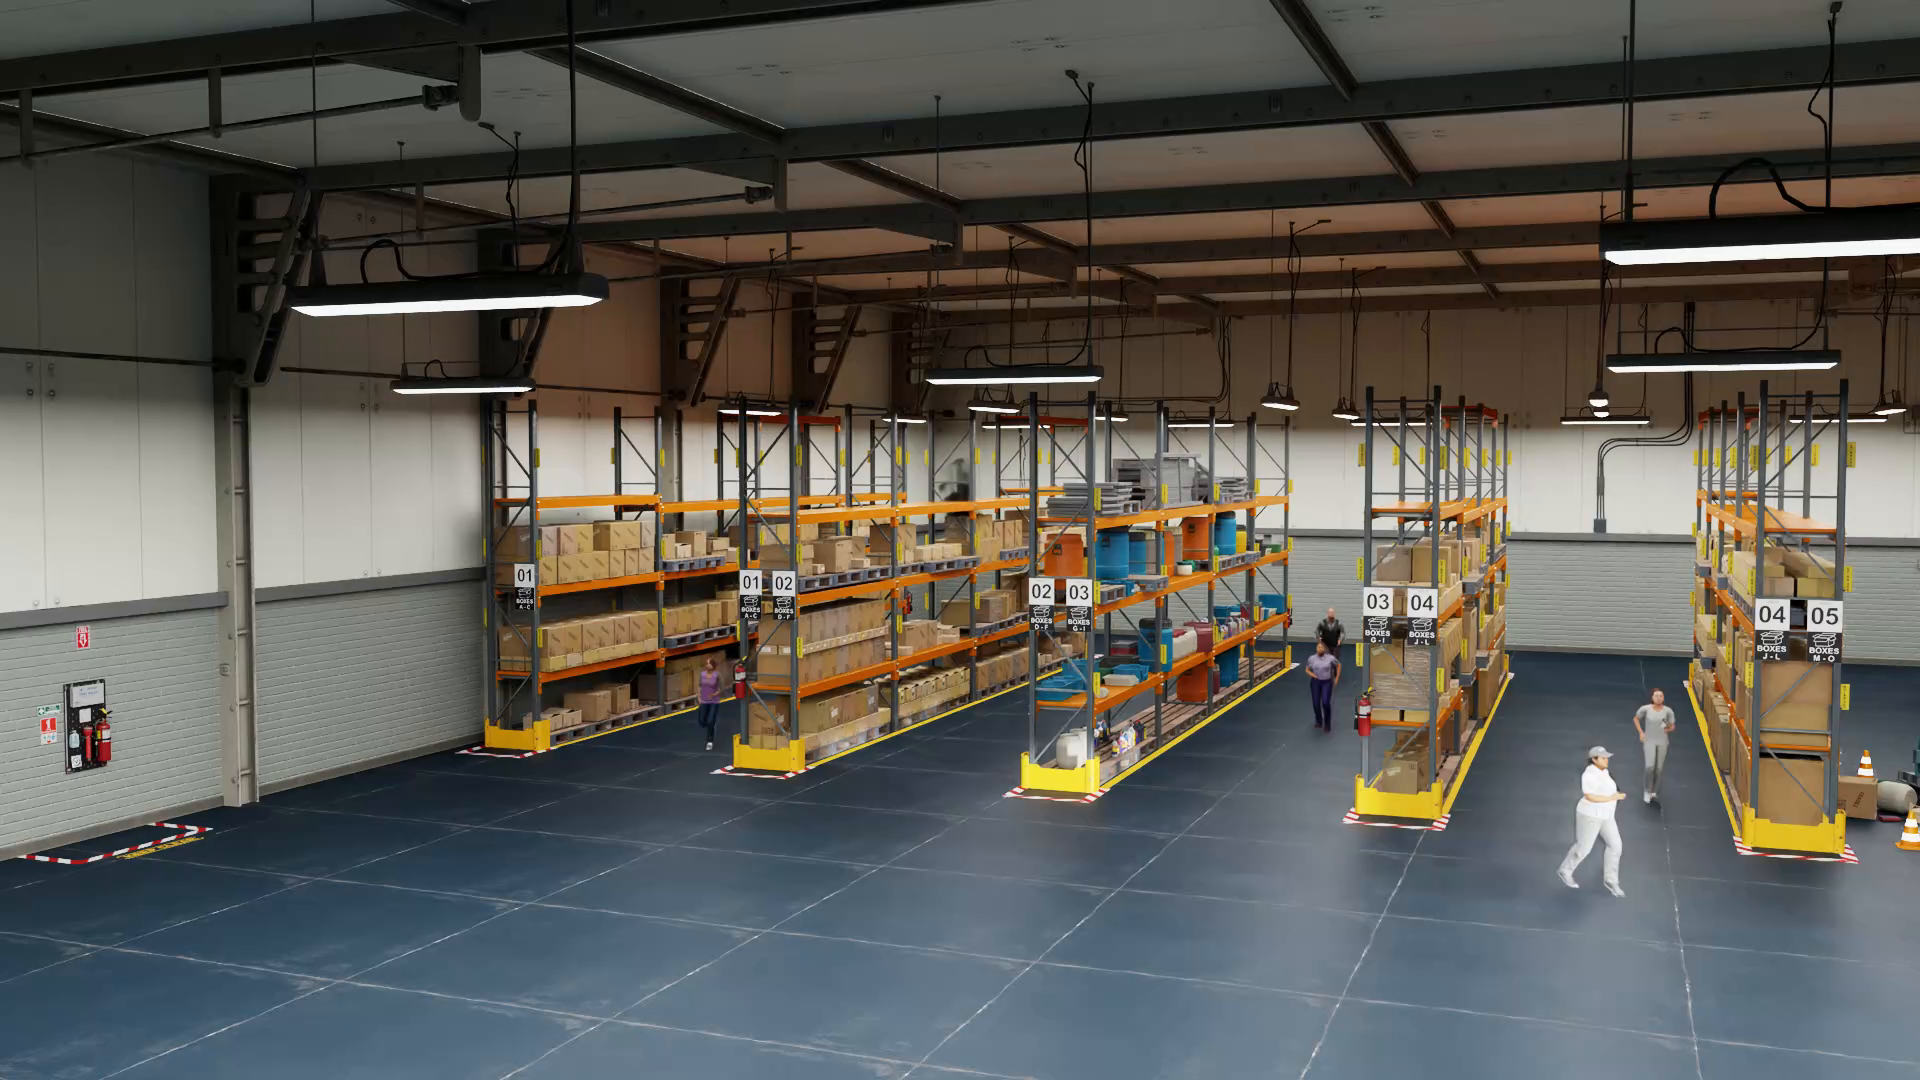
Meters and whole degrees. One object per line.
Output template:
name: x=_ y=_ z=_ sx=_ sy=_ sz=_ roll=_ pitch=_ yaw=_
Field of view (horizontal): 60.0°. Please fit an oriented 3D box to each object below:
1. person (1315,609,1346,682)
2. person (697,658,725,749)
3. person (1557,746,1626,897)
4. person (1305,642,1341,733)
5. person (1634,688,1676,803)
person: x=8.167 y=2.356 z=36.702 sx=0.667 sy=1.706 sz=0.718 roll=1 pitch=3 yaw=12
person: x=-4.317 y=2.815 z=28.739 sx=0.542 sy=1.561 sz=0.570 roll=1 pitch=3 yaw=13
person: x=7.283 y=3.229 z=19.129 sx=0.595 sy=1.739 sz=0.795 roll=-2 pitch=4 yaw=-39
person: x=6.626 y=2.702 z=30.431 sx=0.619 sy=1.692 sz=0.691 roll=1 pitch=3 yaw=19
person: x=10.096 y=2.981 z=24.147 sx=0.539 sy=1.677 sz=0.692 roll=1 pitch=3 yaw=13
